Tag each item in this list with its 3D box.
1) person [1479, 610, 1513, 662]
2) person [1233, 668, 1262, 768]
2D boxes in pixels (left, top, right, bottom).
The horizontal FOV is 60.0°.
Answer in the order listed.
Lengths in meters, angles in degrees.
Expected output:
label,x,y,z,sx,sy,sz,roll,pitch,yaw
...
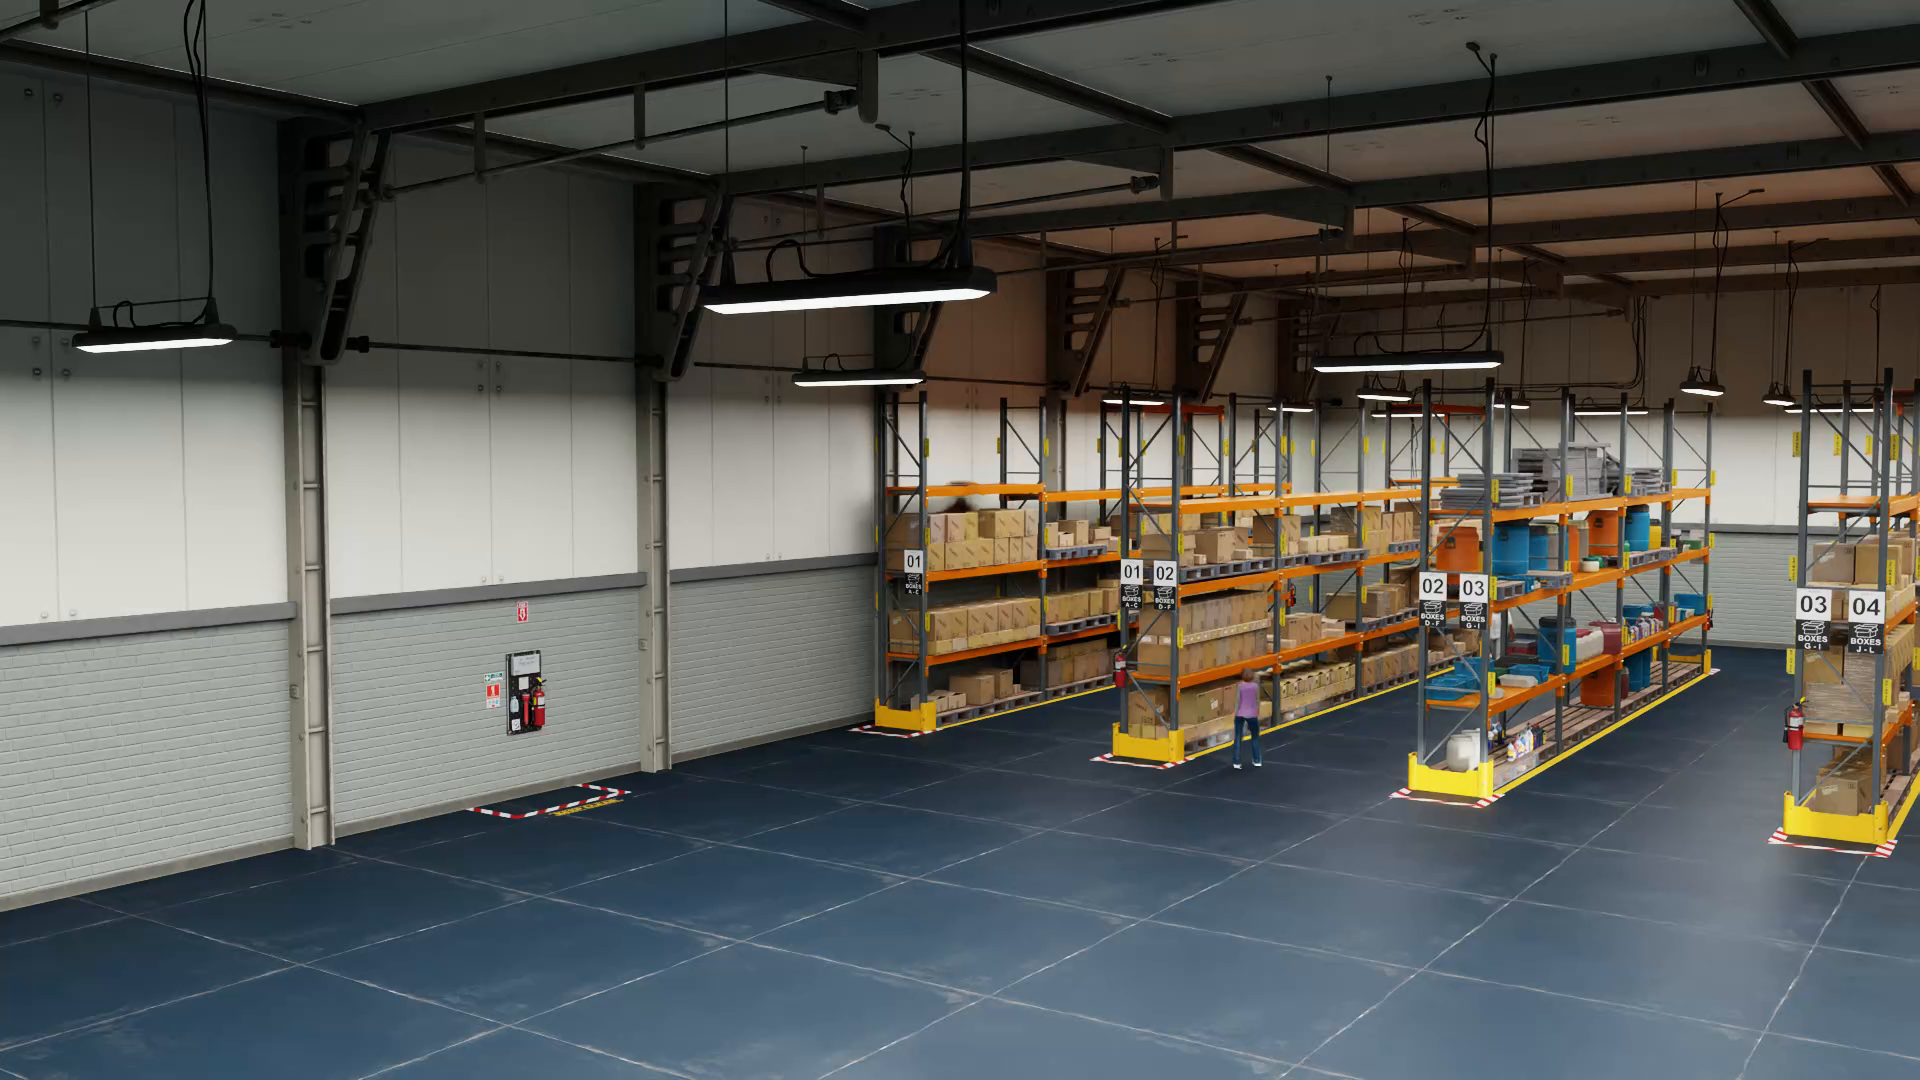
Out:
label,x,y,z,sx,sy,sz,roll,pitch,yaw
person,11.723,2.123,36.349,0.684,1.722,1.054,2,4,34
person,4.512,2.814,26.035,0.410,1.489,0.517,1,3,22
